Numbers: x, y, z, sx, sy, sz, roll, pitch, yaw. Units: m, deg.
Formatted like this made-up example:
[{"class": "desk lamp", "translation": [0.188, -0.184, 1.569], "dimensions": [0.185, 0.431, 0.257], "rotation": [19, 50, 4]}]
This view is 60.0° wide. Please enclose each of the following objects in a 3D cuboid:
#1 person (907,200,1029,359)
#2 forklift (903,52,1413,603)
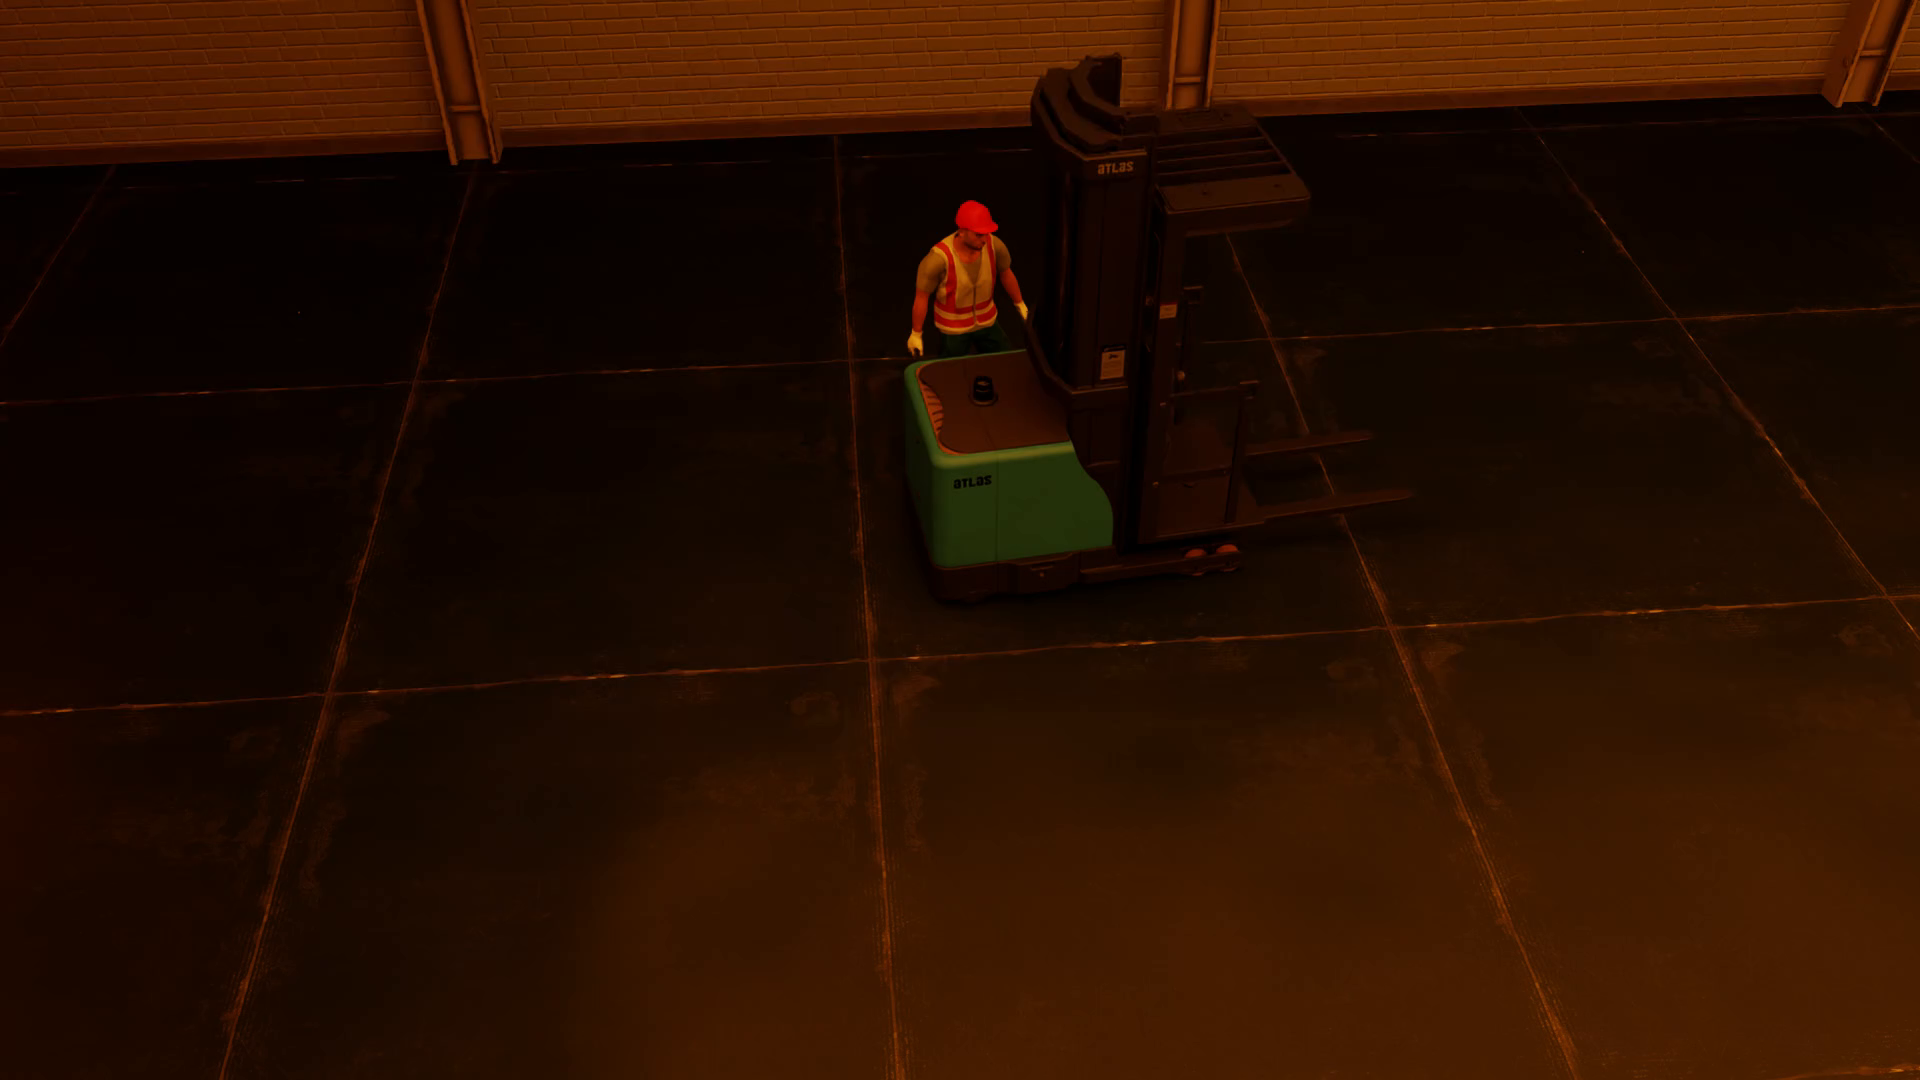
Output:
[{"class": "person", "translation": [0.068, -1.335, 10.344], "dimensions": [0.805, 1.756, 0.413], "rotation": [-20, 44, -21]}, {"class": "forklift", "translation": [1.224, -1.229, 9.375], "dimensions": [3.031, 2.935, 1.130], "rotation": [-8, 41, -9]}]
